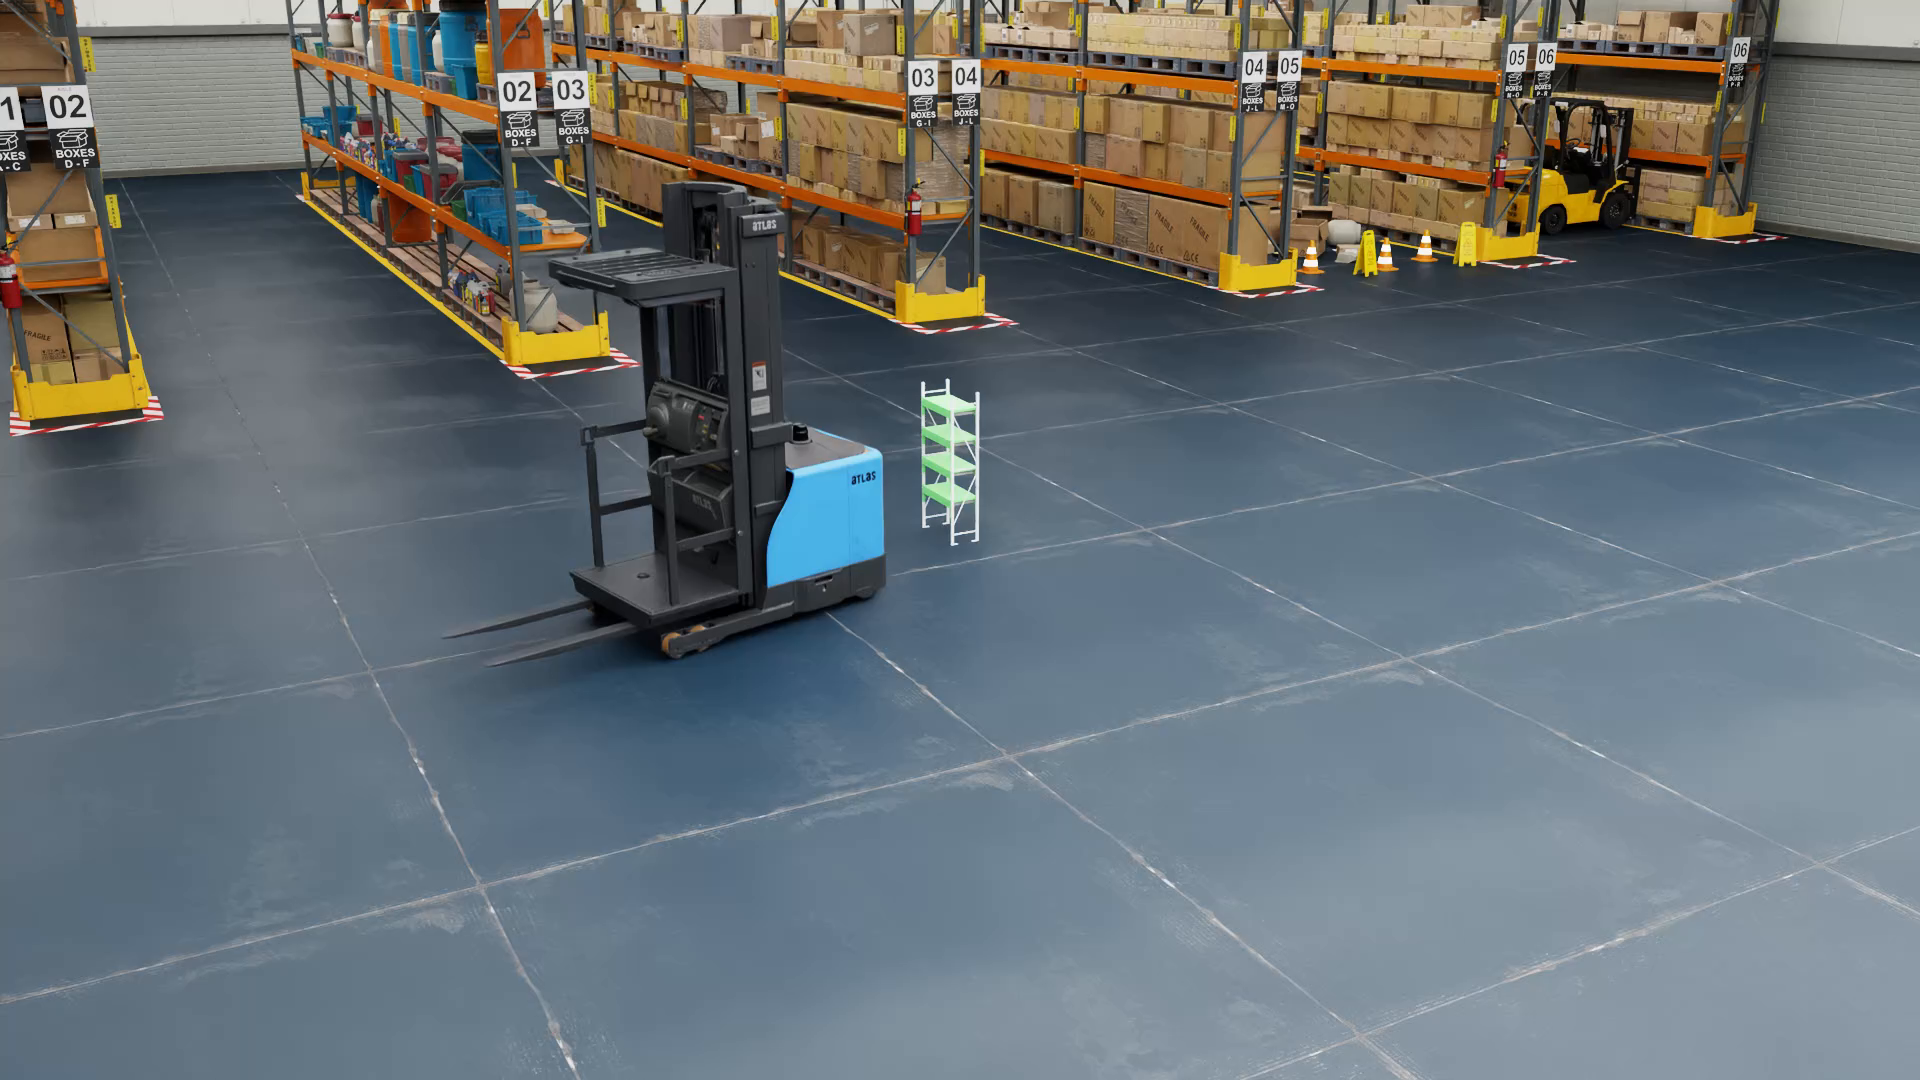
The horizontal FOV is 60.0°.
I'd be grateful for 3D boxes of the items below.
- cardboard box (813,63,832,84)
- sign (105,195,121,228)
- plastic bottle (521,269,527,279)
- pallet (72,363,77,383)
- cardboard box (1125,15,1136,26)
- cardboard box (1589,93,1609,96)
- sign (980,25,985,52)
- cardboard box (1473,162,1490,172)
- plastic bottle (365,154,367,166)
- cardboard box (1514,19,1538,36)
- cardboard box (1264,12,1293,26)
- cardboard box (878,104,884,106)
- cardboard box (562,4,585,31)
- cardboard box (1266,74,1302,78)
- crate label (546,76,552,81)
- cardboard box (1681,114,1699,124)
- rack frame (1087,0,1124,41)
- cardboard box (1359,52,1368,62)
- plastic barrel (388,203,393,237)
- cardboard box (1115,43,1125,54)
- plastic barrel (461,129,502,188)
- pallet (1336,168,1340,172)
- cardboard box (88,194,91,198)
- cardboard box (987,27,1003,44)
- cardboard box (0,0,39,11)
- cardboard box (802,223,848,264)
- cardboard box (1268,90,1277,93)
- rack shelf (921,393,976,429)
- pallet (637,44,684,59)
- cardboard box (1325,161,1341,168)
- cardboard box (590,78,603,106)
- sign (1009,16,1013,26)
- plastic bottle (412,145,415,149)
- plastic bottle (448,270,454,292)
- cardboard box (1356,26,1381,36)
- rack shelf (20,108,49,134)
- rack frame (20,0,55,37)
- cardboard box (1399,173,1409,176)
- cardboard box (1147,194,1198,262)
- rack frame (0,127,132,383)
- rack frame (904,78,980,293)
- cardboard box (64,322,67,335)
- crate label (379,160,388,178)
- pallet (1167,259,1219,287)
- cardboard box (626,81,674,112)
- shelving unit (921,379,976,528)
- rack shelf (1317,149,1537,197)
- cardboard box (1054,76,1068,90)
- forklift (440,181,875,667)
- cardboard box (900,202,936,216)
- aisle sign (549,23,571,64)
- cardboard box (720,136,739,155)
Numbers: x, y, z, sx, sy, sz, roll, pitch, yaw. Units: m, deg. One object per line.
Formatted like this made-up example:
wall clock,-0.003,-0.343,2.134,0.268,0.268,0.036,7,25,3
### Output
cardboard box,-1.644,-6.312,22.455,0.500,0.250,0.500,-11,22,-29
sign,-8.444,-3.278,16.584,0.100,0.325,0.005,-10,21,-27
plastic bottle,-5.670,-3.329,21.568,0.144,0.351,0.185,-10,21,-27
pallet,-9.335,-1.642,17.566,1.003,0.211,1.213,-10,21,-27
cardboard box,2.658,-7.640,24.442,0.380,0.149,0.250,-10,21,-26
cardboard box,11.611,-8.031,30.203,0.380,0.149,0.250,-10,22,-27
sign,0.262,-6.196,20.549,0.100,0.325,0.005,-10,21,-27
cardboard box,8.140,-5.771,25.642,0.380,0.149,0.250,-9,21,-25
plastic bottle,-9.367,-6.036,26.329,0.097,0.201,0.097,0,19,0
cardboard box,10.415,-9.525,30.878,0.500,0.311,0.500,-11,22,-28
cardboard box,5.715,-9.182,29.363,0.500,0.250,0.500,-10,21,-26
cardboard box,-1.347,-8.278,31.807,0.380,0.149,0.250,-11,22,-29
cardboard box,-7.519,-10.444,33.249,0.700,0.500,0.500,-11,22,-30
cardboard box,7.207,-10.102,37.013,0.700,0.500,0.500,-9,21,-25
crate label,-5.173,-5.449,19.955,0.502,0.251,0.408,-10,21,-27
cardboard box,12.314,-7.064,27.857,0.380,0.149,0.250,-10,21,-26
rack frame,2.295,-9.003,25.428,0.949,2.616,0.053,-10,21,-27
cardboard box,6.829,-7.998,27.496,0.380,0.149,0.250,-10,21,-27
plastic barrel,-8.967,-5.118,26.536,0.421,0.512,0.421,0,19,0
cardboard box,2.532,-7.338,24.788,0.380,0.149,0.250,-10,22,-28
plastic barrel,-6.391,-5.056,22.418,0.600,0.901,0.708,-10,21,-27
pallet,8.752,-7.784,35.366,1.003,0.211,1.213,-10,21,-27
cardboard box,-9.546,-3.616,17.865,0.380,0.149,0.250,-10,22,-27
cardboard box,0.787,-8.523,28.068,0.500,0.250,0.500,-9,21,-25
cardboard box,-14.898,-8.263,26.196,0.700,0.500,0.500,-10,21,-27
cardboard box,-1.960,-4.325,24.254,0.500,0.500,0.500,-11,22,-28
cardboard box,5.699,-8.025,29.542,0.380,0.149,0.250,-11,22,-29
rack shelf,-0.079,-1.008,12.938,0.258,0.148,0.480,-10,21,-27
pallet,-4.901,-8.403,28.575,1.003,0.211,1.213,-9,21,-24
cardboard box,8.204,-8.282,35.722,0.500,0.500,0.500,-9,21,-24
cardboard box,-7.334,-8.827,32.737,0.500,0.500,0.500,-11,22,-28
sign,0.891,-9.100,29.391,0.100,0.325,0.005,-10,21,-27
plastic bottle,-8.764,-6.226,26.773,0.097,0.271,0.097,0,19,0
plastic bottle,-6.708,-3.420,21.953,0.097,0.271,0.097,0,19,0
cardboard box,6.735,-8.352,27.300,0.380,0.149,0.250,-11,22,-28
rack shelf,-9.885,-4.525,17.742,0.919,0.052,3.809,-10,21,-27
rack frame,-14.634,-9.028,25.498,1.000,3.000,0.127,-10,21,-27
cardboard box,7.367,-5.943,28.177,0.500,0.500,0.500,-10,21,-26
cardboard box,3.398,-4.650,24.624,0.875,0.875,0.875,-10,22,-28
rack frame,-8.935,-2.747,16.494,1.000,3.000,0.127,-10,21,-27
rack frame,-0.216,-4.280,20.938,1.000,3.000,0.127,-10,21,-27
cardboard box,-10.649,-2.470,19.261,0.500,0.250,0.500,-10,21,-27
crate label,-8.503,-5.552,24.878,0.303,0.233,0.416,-10,21,-27
pallet,3.749,-3.919,24.165,1.003,0.211,1.213,-10,21,-27
cardboard box,-5.603,-8.065,30.213,0.797,0.503,0.637,-11,22,-28
shelving unit,-0.081,-0.616,13.078,0.258,1.200,0.492,-10,21,-27
rack shelf,7.556,-6.049,27.167,1.077,0.370,4.000,-10,21,-27
cardboard box,2.340,-9.873,35.458,0.500,0.500,0.500,-10,21,-27
forklift,-1.979,-0.804,10.967,3.031,2.935,1.121,-16,24,-38
cardboard box,-0.533,-4.211,21.123,0.380,0.149,0.250,-10,21,-27
aisle sign,-8.111,-10.077,33.750,0.394,0.787,0.004,-10,21,-27
cardboard box,-3.421,-6.188,26.051,0.500,0.250,0.500,-11,22,-28
